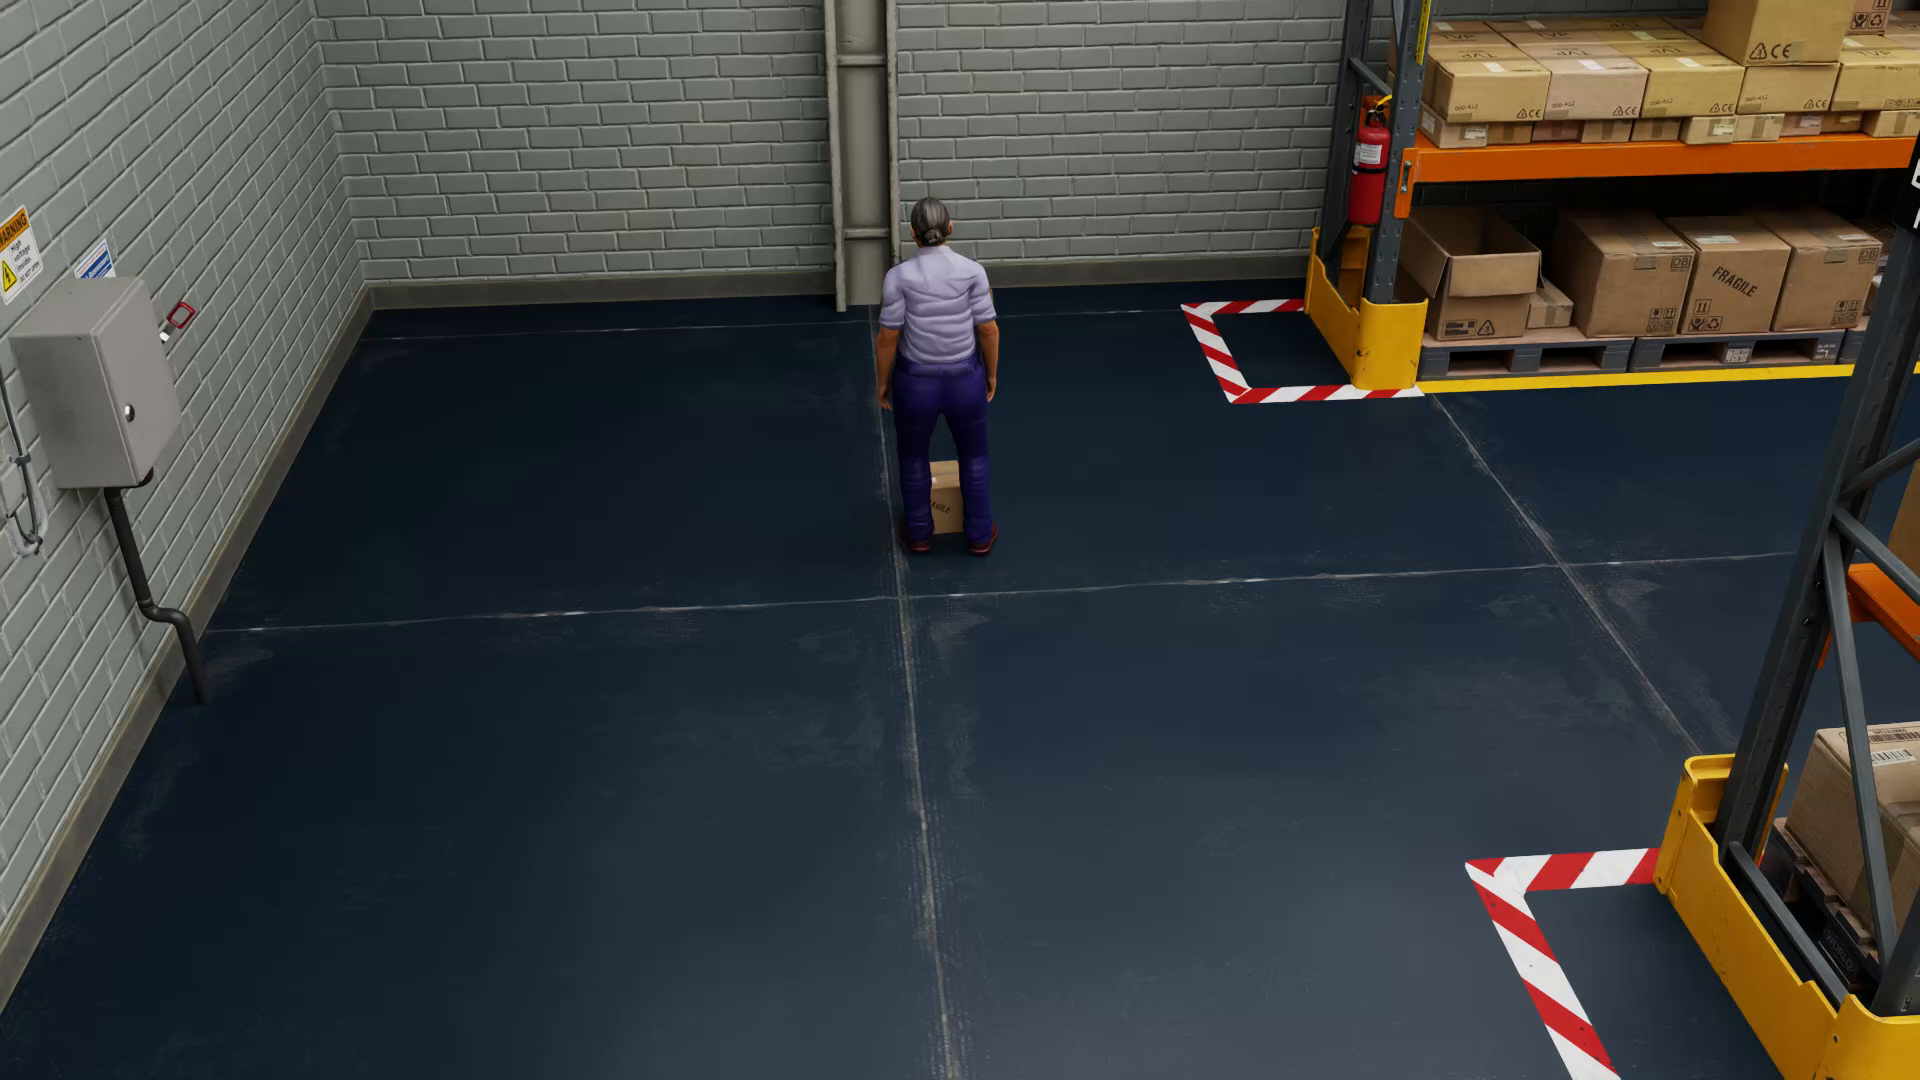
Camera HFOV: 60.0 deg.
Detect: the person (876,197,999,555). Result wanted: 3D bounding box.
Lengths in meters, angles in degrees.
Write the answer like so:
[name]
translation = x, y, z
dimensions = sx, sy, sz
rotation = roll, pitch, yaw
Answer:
[person]
translation = -0.089, -0.687, 7.272
dimensions = 0.554, 1.652, 0.416
rotation = -4, 31, -6
